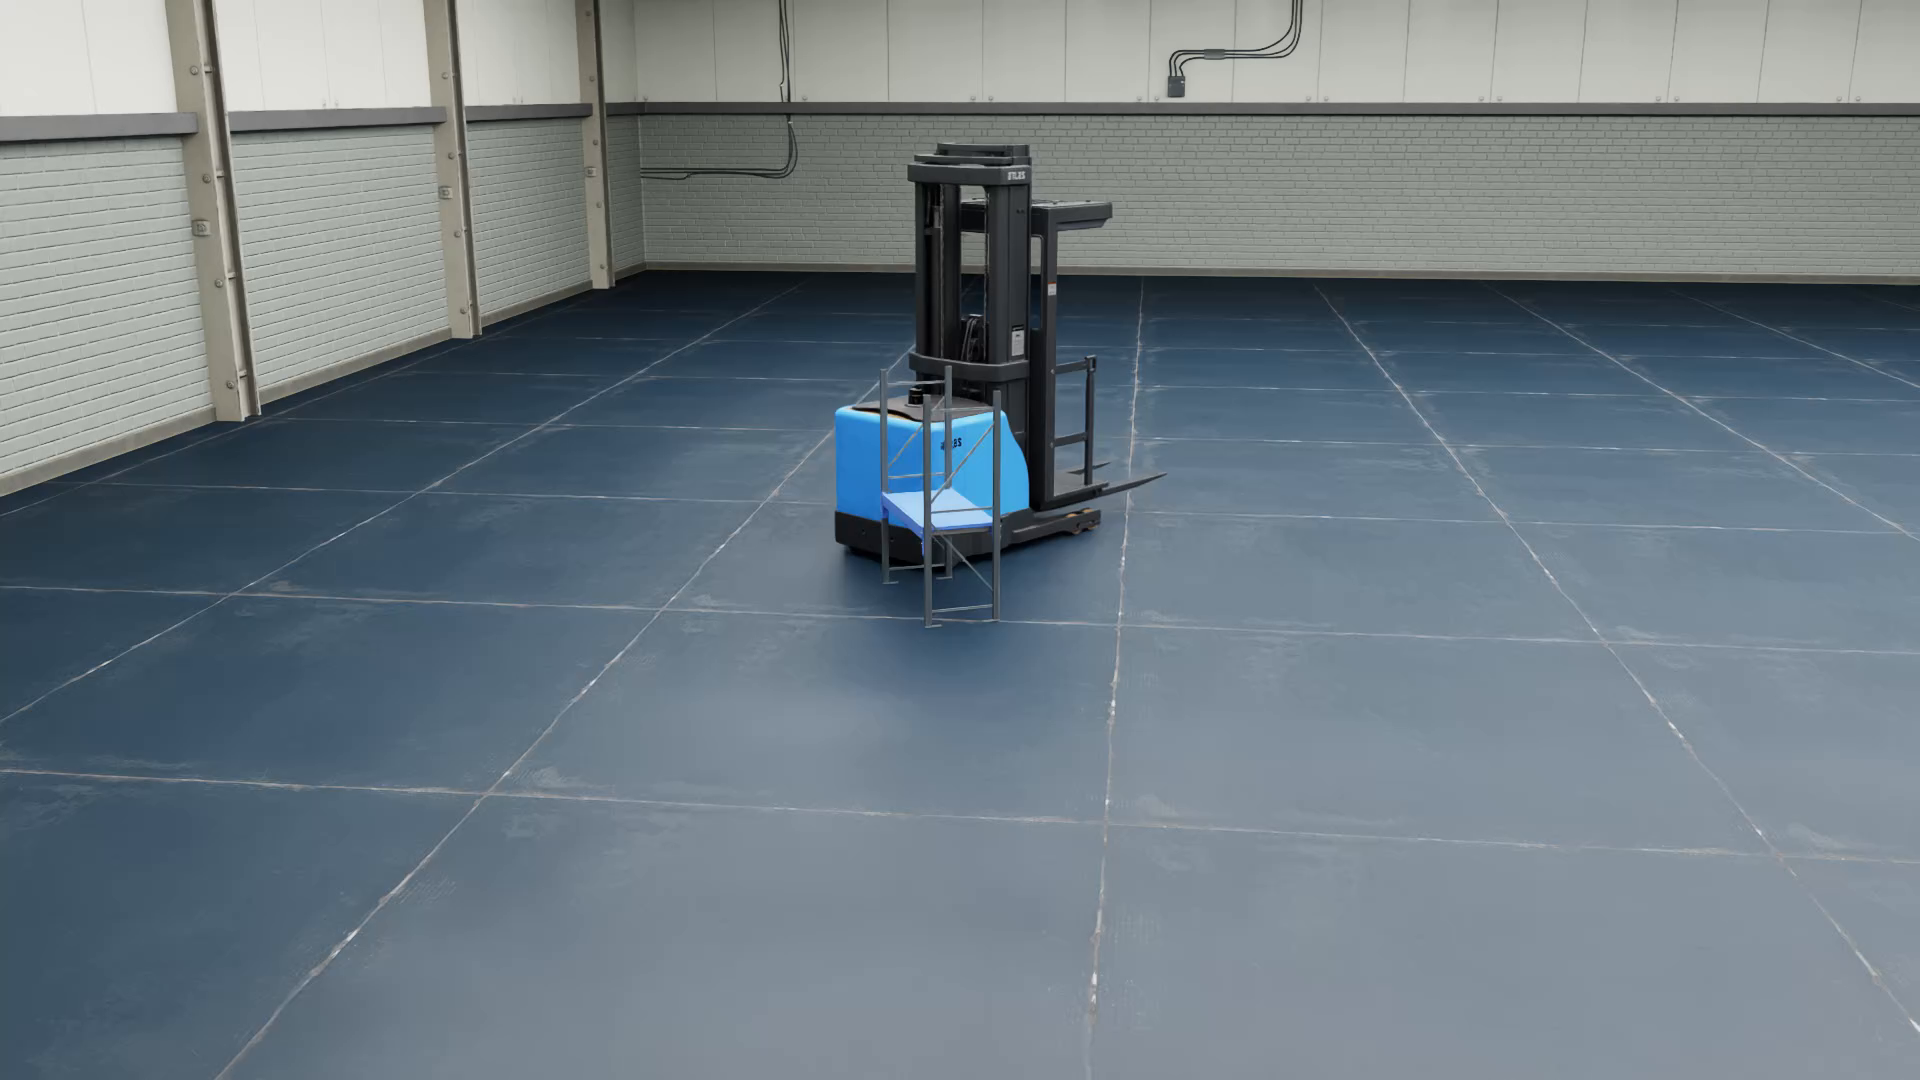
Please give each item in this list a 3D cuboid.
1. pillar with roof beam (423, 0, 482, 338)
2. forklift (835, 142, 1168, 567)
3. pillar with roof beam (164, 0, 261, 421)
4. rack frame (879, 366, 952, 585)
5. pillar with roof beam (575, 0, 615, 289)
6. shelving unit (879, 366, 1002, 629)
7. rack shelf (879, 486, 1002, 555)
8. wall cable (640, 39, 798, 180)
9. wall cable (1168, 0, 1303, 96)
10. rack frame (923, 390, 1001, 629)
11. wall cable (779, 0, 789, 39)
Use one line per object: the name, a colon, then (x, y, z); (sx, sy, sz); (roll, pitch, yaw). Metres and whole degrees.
pillar with roof beam: (-2.605, -7.057, 21.520); (9.100, 9.000, 0.400); (2, 15, 6)
forklift: (0.452, -1.534, 12.720); (1.130, 2.935, 3.031); (14, 20, 42)
pillar with roof beam: (-3.282, -5.501, 15.765); (9.100, 9.000, 0.400); (2, 15, 6)
rack frame: (-0.298, -0.437, 11.404); (0.500, 1.500, 0.032); (-5, 16, -17)
pillar with roof beam: (-1.928, -8.613, 27.275); (9.100, 9.000, 0.400); (2, 15, 6)
shelving unit: (-0.142, -0.310, 10.937); (0.538, 1.500, 1.048); (-5, 16, -17)
rack shelf: (-0.142, -0.137, 10.984); (0.538, 0.185, 1.000); (-5, 16, -17)
wall cable: (-4.560, -7.966, 30.831); (3.097, 2.526, 0.112); (2, 15, 6)
wall cable: (4.871, -10.823, 28.932); (2.305, 6.003, 0.169); (2, 15, 6)
rack frame: (0.014, -0.184, 10.470); (0.500, 1.500, 0.032); (-5, 16, -17)
wall cable: (-1.872, -10.324, 29.877); (3.097, 2.526, 0.112); (2, 15, 6)
